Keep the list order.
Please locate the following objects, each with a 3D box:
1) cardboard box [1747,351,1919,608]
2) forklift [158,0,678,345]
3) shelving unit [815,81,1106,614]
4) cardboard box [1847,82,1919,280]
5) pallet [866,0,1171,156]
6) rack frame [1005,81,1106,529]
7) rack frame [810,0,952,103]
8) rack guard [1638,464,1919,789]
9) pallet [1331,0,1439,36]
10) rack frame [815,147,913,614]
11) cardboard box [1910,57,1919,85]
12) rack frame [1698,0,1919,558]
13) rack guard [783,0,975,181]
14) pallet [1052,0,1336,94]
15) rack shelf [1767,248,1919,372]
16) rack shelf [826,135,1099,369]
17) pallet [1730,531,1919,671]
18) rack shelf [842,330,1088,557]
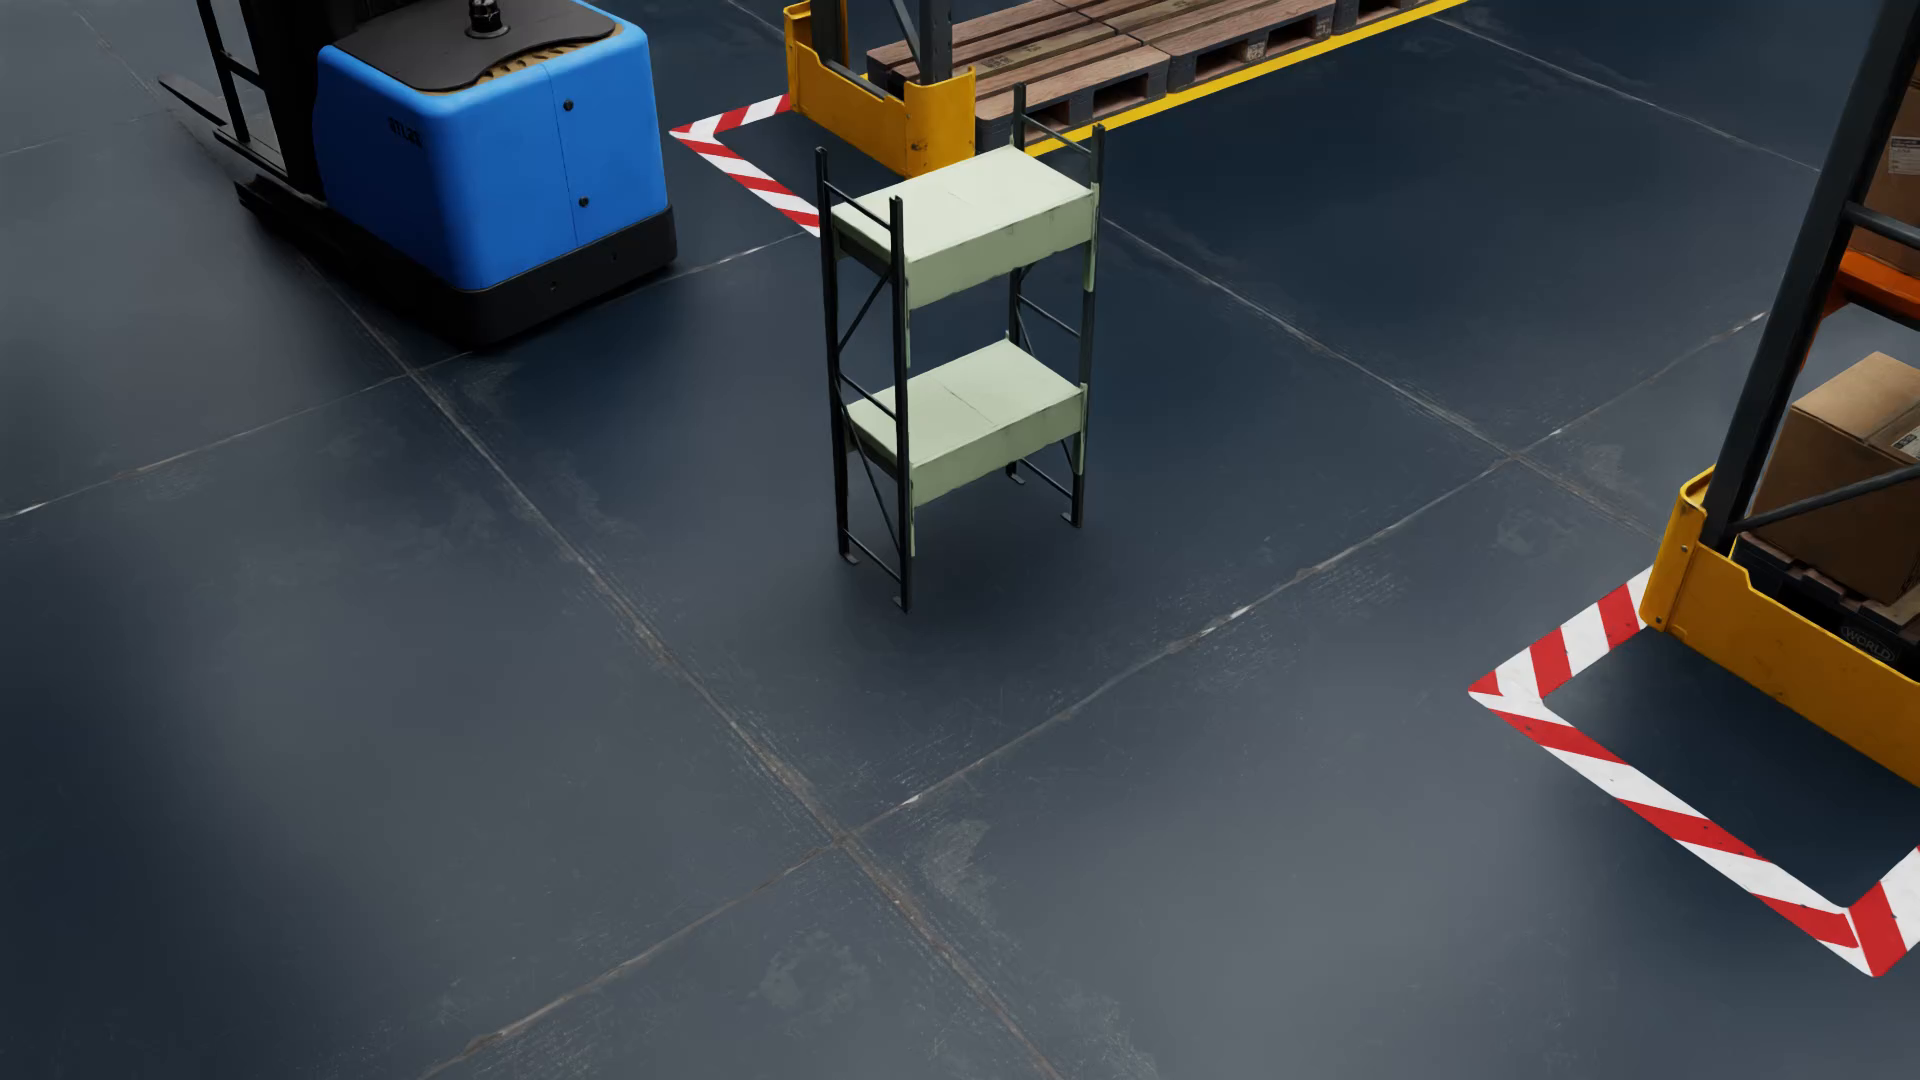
[{"bbox_3d":[2.912,-0.200,5.253,0.500,0.500,0.500,-26,46,-28],"label":"cardboard box"},{"bbox_3d":[-2.621,-2.726,6.762,3.031,2.935,1.130,31,49,32],"label":"forklift"},{"bbox_3d":[0.005,-0.582,5.277,0.755,1.500,0.431,-26,46,-28],"label":"shelving unit"},{"bbox_3d":[2.820,-1.011,4.538,0.500,0.500,0.500,-25,45,-27],"label":"cardboard box"},{"bbox_3d":[0.293,-2.376,8.480,1.213,0.211,1.003,-26,46,-28],"label":"pallet"},{"bbox_3d":[0.295,-0.724,5.450,0.023,1.500,0.400,-26,46,-28],"label":"rack frame"},{"bbox_3d":[-0.385,-3.155,7.231,0.127,3.000,1.000,-26,46,-28],"label":"rack frame"},{"bbox_3d":[2.691,0.275,5.021,0.348,0.500,1.175,-26,46,-28],"label":"rack guard"},{"bbox_3d":[2.228,-3.319,9.629,1.213,0.211,1.003,-26,46,-28],"label":"pallet"},{"bbox_3d":[-0.285,-0.441,5.105,0.023,1.500,0.400,-26,46,-28],"label":"rack frame"},{"bbox_3d":[2.816,-1.398,4.222,0.500,0.500,0.500,-26,46,-28],"label":"cardboard box"},{"bbox_3d":[2.631,-0.662,4.192,0.127,3.000,1.000,-26,46,-28],"label":"rack frame"},{"bbox_3d":[-0.396,-2.172,8.004,0.348,0.500,1.175,-26,46,-28],"label":"rack guard"},{"bbox_3d":[1.260,-2.845,9.051,1.213,0.211,1.003,-26,46,-28],"label":"pallet"},{"bbox_3d":[4.217,-1.157,5.363,4.000,0.370,1.077,-26,46,-28],"label":"rack shelf"},{"bbox_3d":[0.005,-0.884,5.030,0.720,0.370,0.431,-26,46,-28],"label":"rack shelf"},{"bbox_3d":[3.323,0.078,5.489,1.213,0.211,1.003,-26,46,-28],"label":"pallet"},{"bbox_3d":[0.005,-0.330,5.484,0.720,0.370,0.431,-26,46,-28],"label":"rack shelf"}]
